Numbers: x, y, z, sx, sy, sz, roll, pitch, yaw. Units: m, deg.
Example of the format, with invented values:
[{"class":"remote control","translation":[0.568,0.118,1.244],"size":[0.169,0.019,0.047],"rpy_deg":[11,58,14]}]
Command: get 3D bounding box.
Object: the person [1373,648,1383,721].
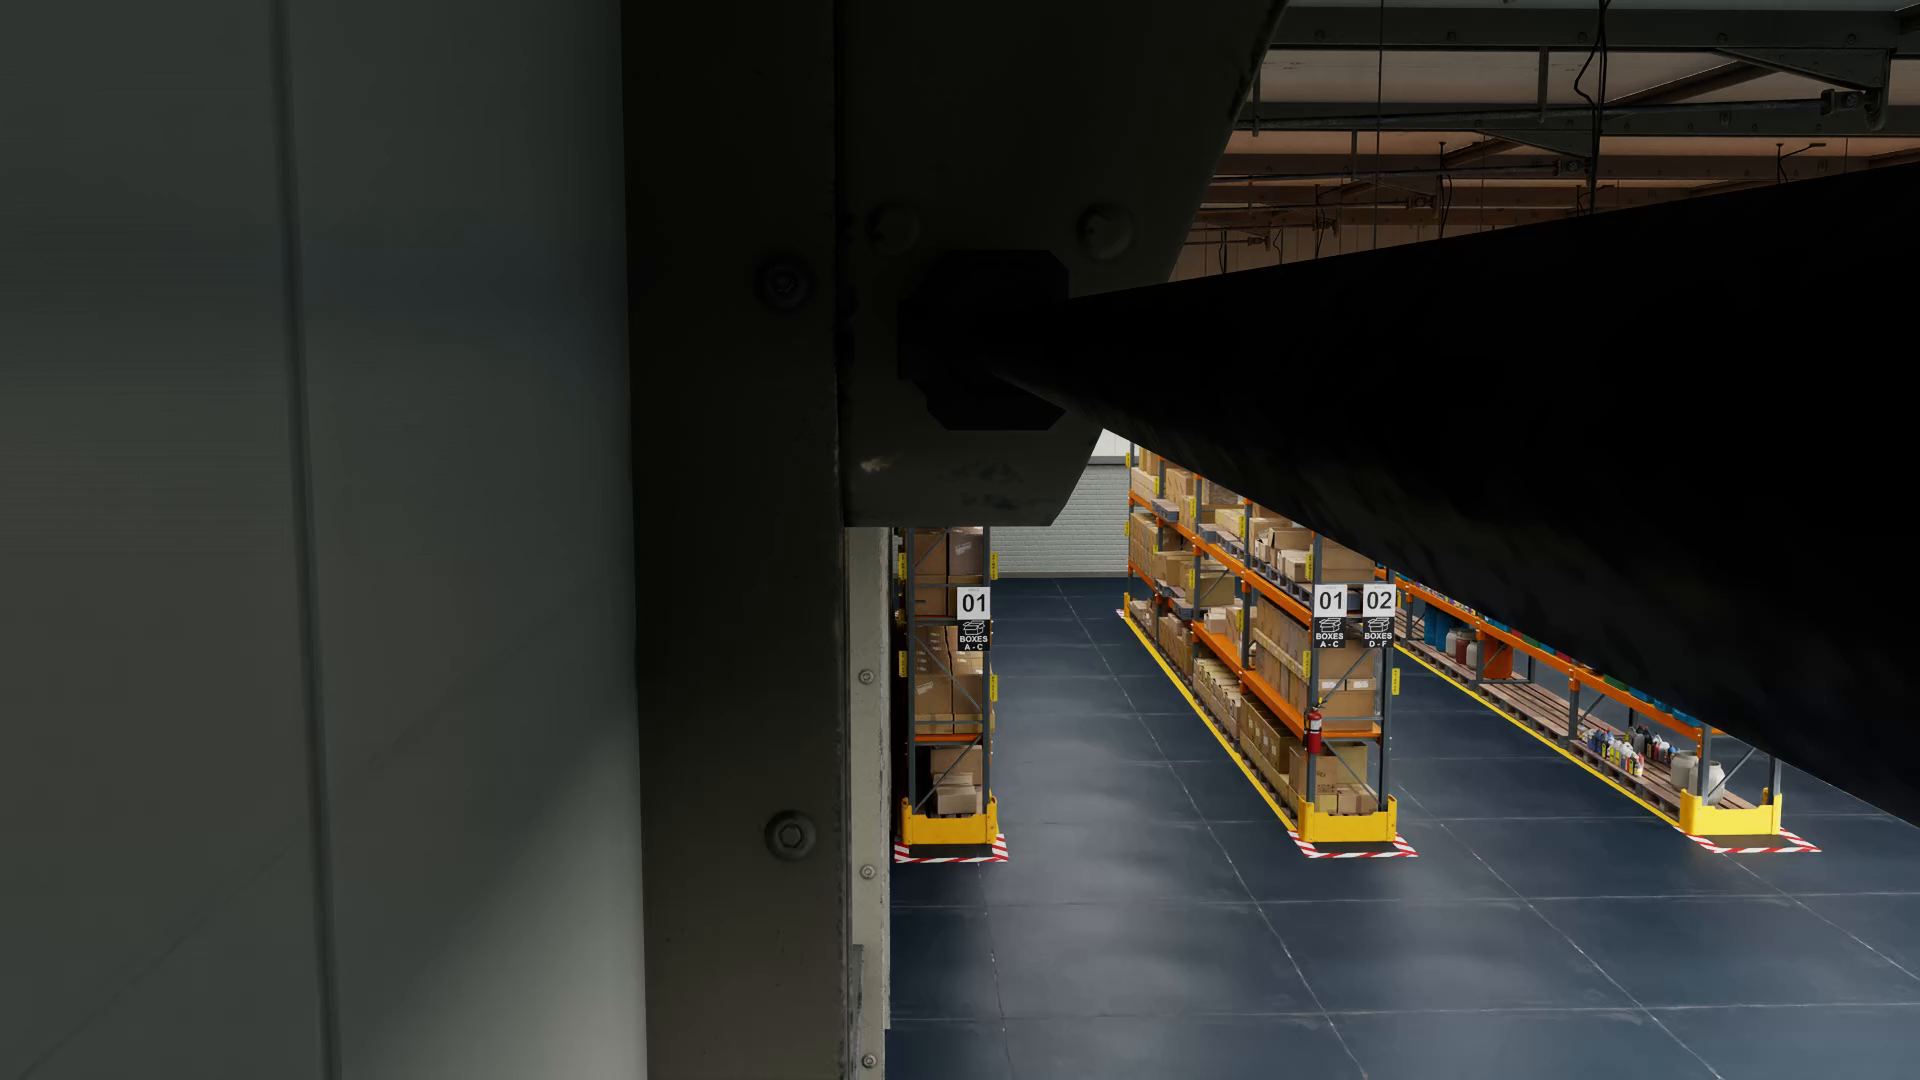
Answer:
[{"class":"person","translation":[6.678,2.060,27.067],"size":[0.534,1.626,0.823],"rpy_deg":[-1,7,-10]}]
